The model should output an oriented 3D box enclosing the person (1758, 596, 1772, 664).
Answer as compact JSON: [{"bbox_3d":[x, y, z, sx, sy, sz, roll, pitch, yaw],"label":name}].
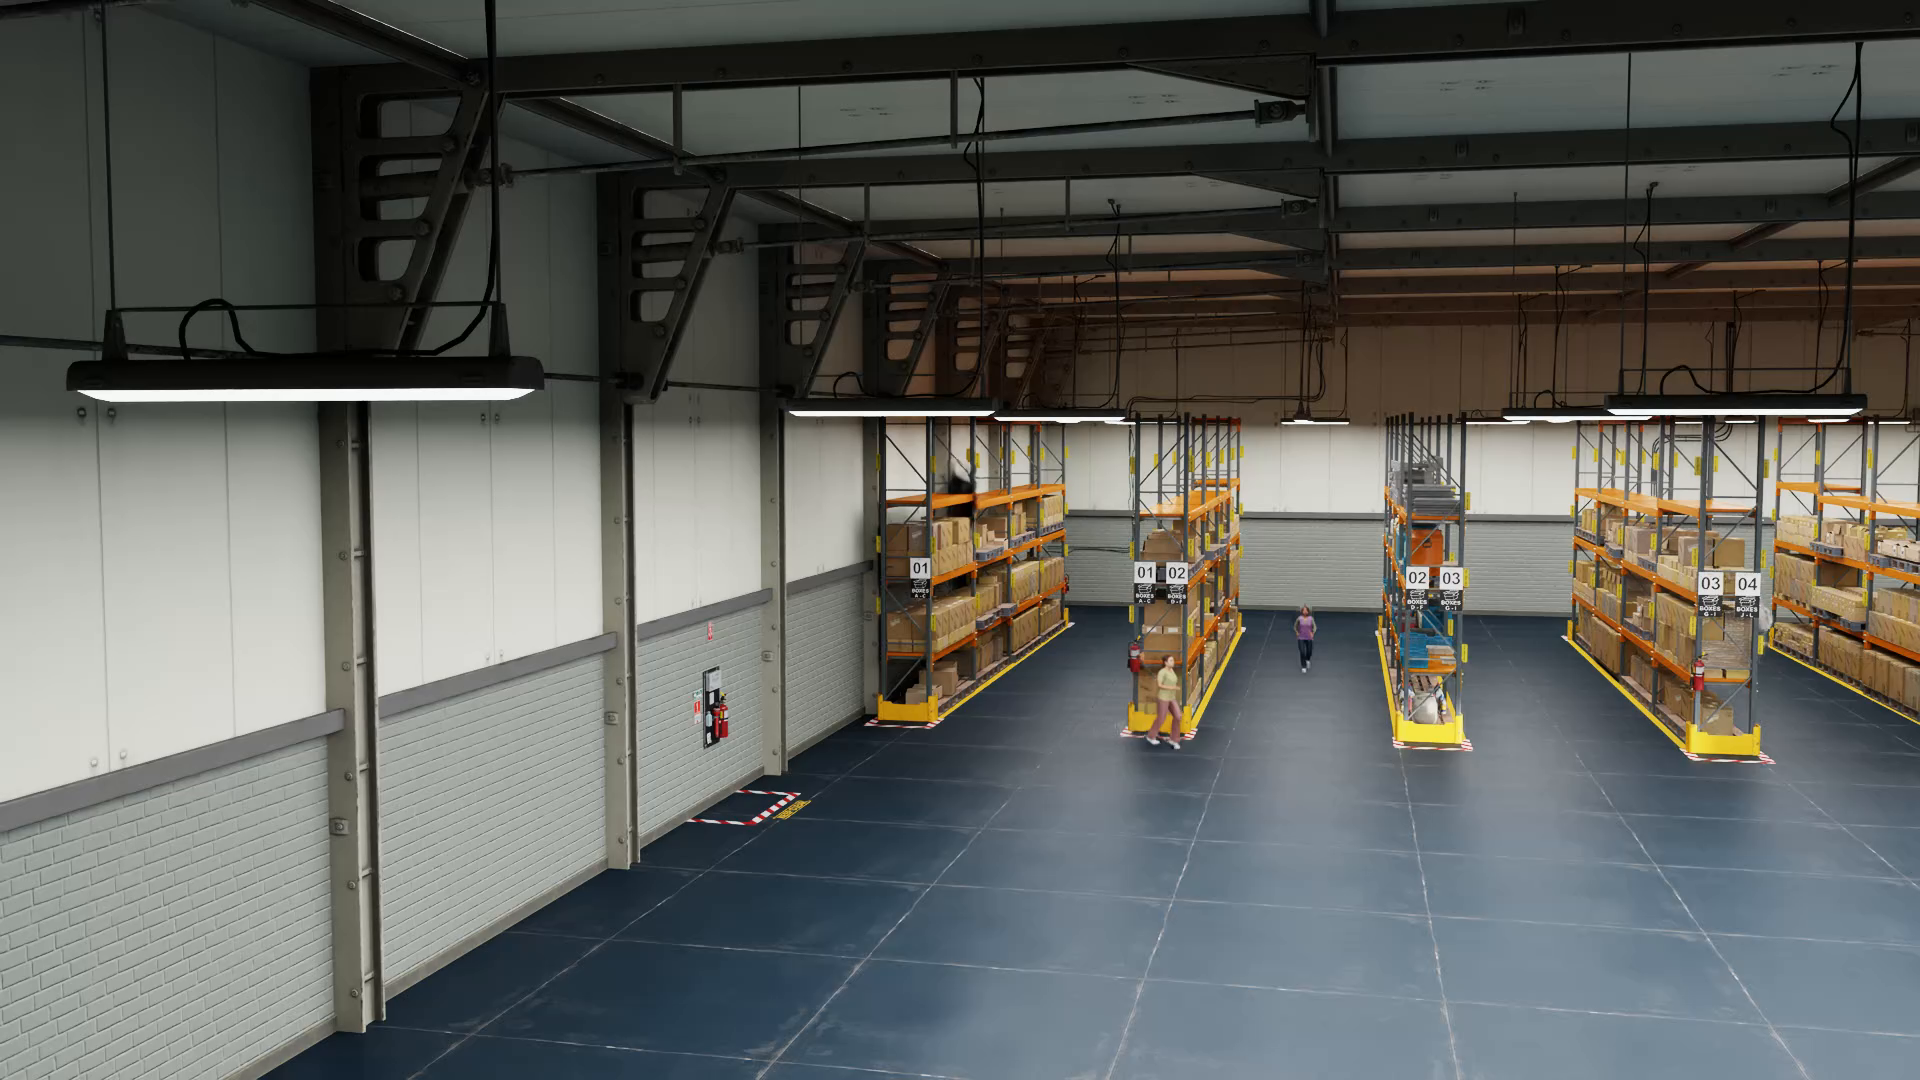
[{"bbox_3d":[19.374,2.172,40.295,0.612,1.648,0.551,1,4,13],"label":"person"}]

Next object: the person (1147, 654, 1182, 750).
[{"bbox_3d":[3.672,2.896,29.700,0.734,1.747,0.591,4,5,44],"label":"person"}]

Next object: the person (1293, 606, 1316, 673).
[{"bbox_3d":[8.054,2.319,38.861,0.534,1.547,0.565,1,4,9],"label":"person"}]
